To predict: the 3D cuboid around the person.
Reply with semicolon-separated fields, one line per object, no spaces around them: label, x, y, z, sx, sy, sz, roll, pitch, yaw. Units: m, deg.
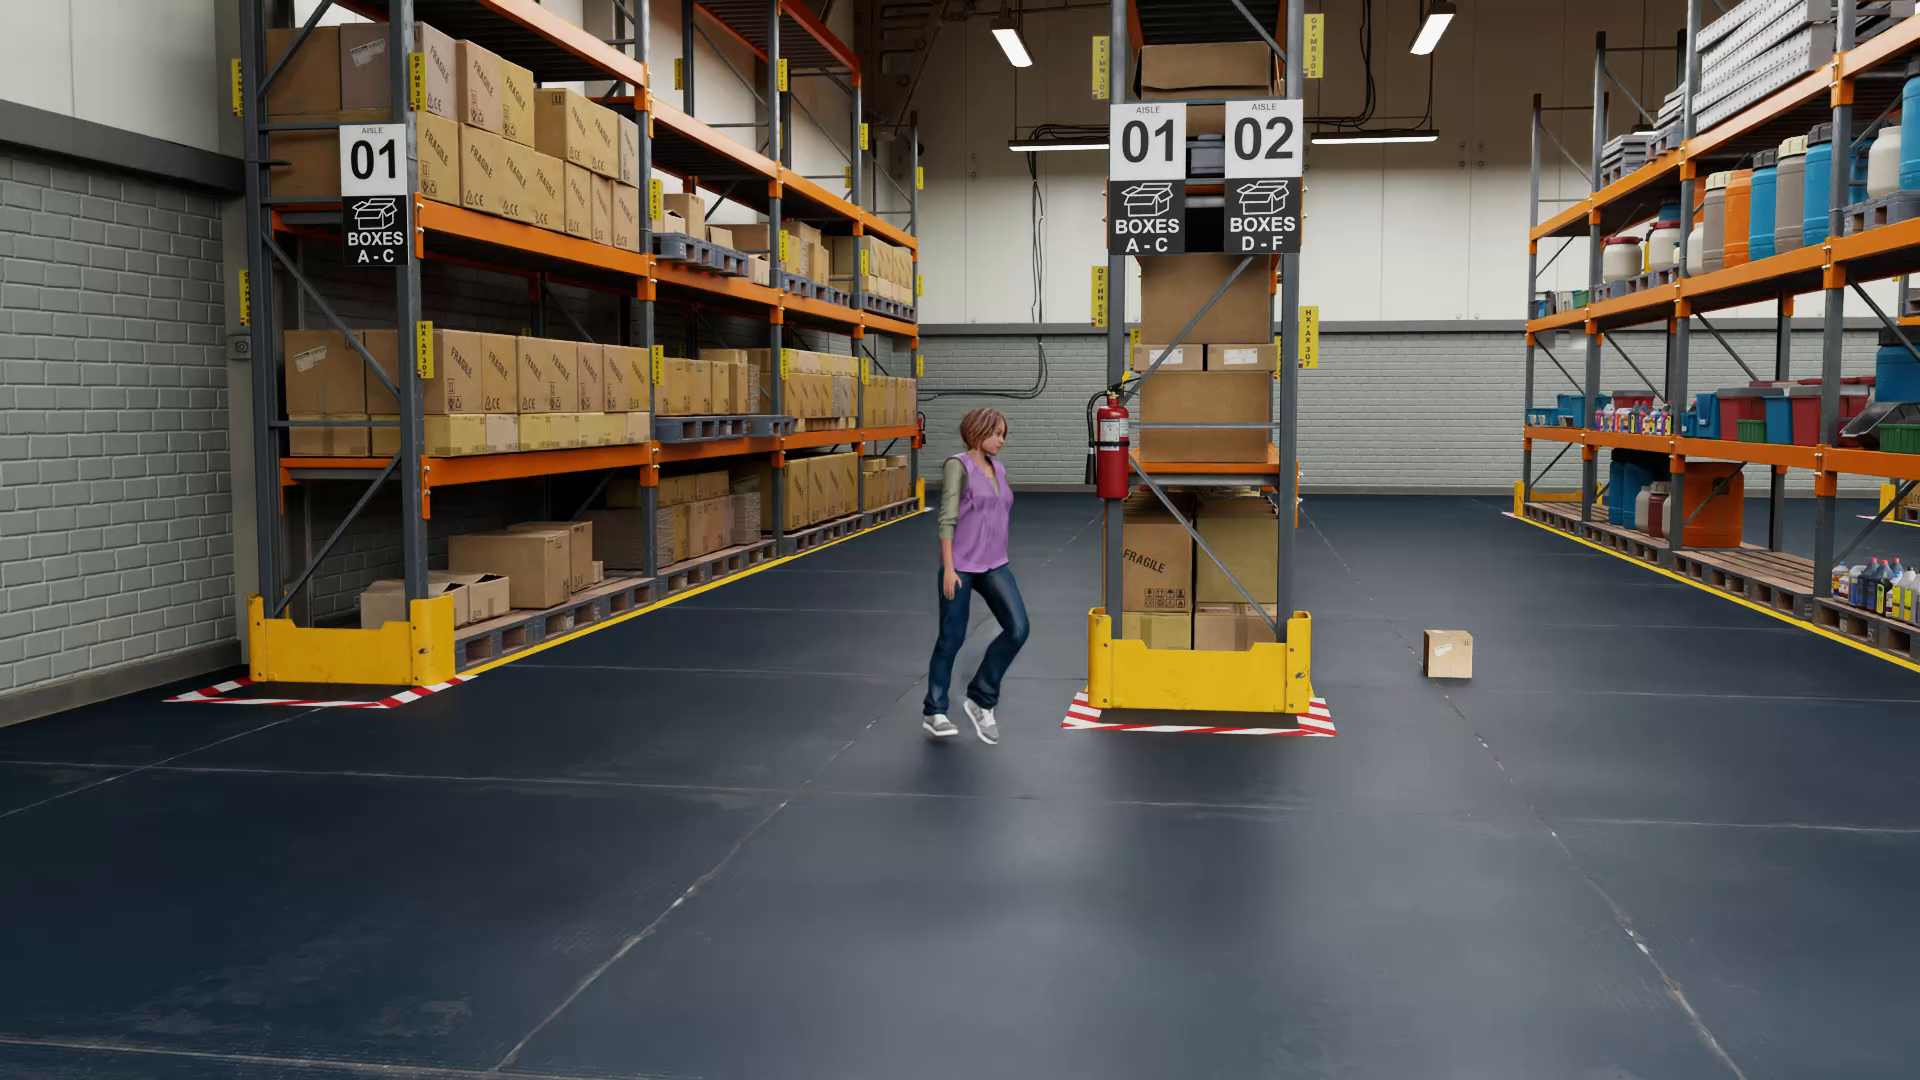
person;0.082;0.170;8.001;0.493;1.611;0.500;-4;6;-39
